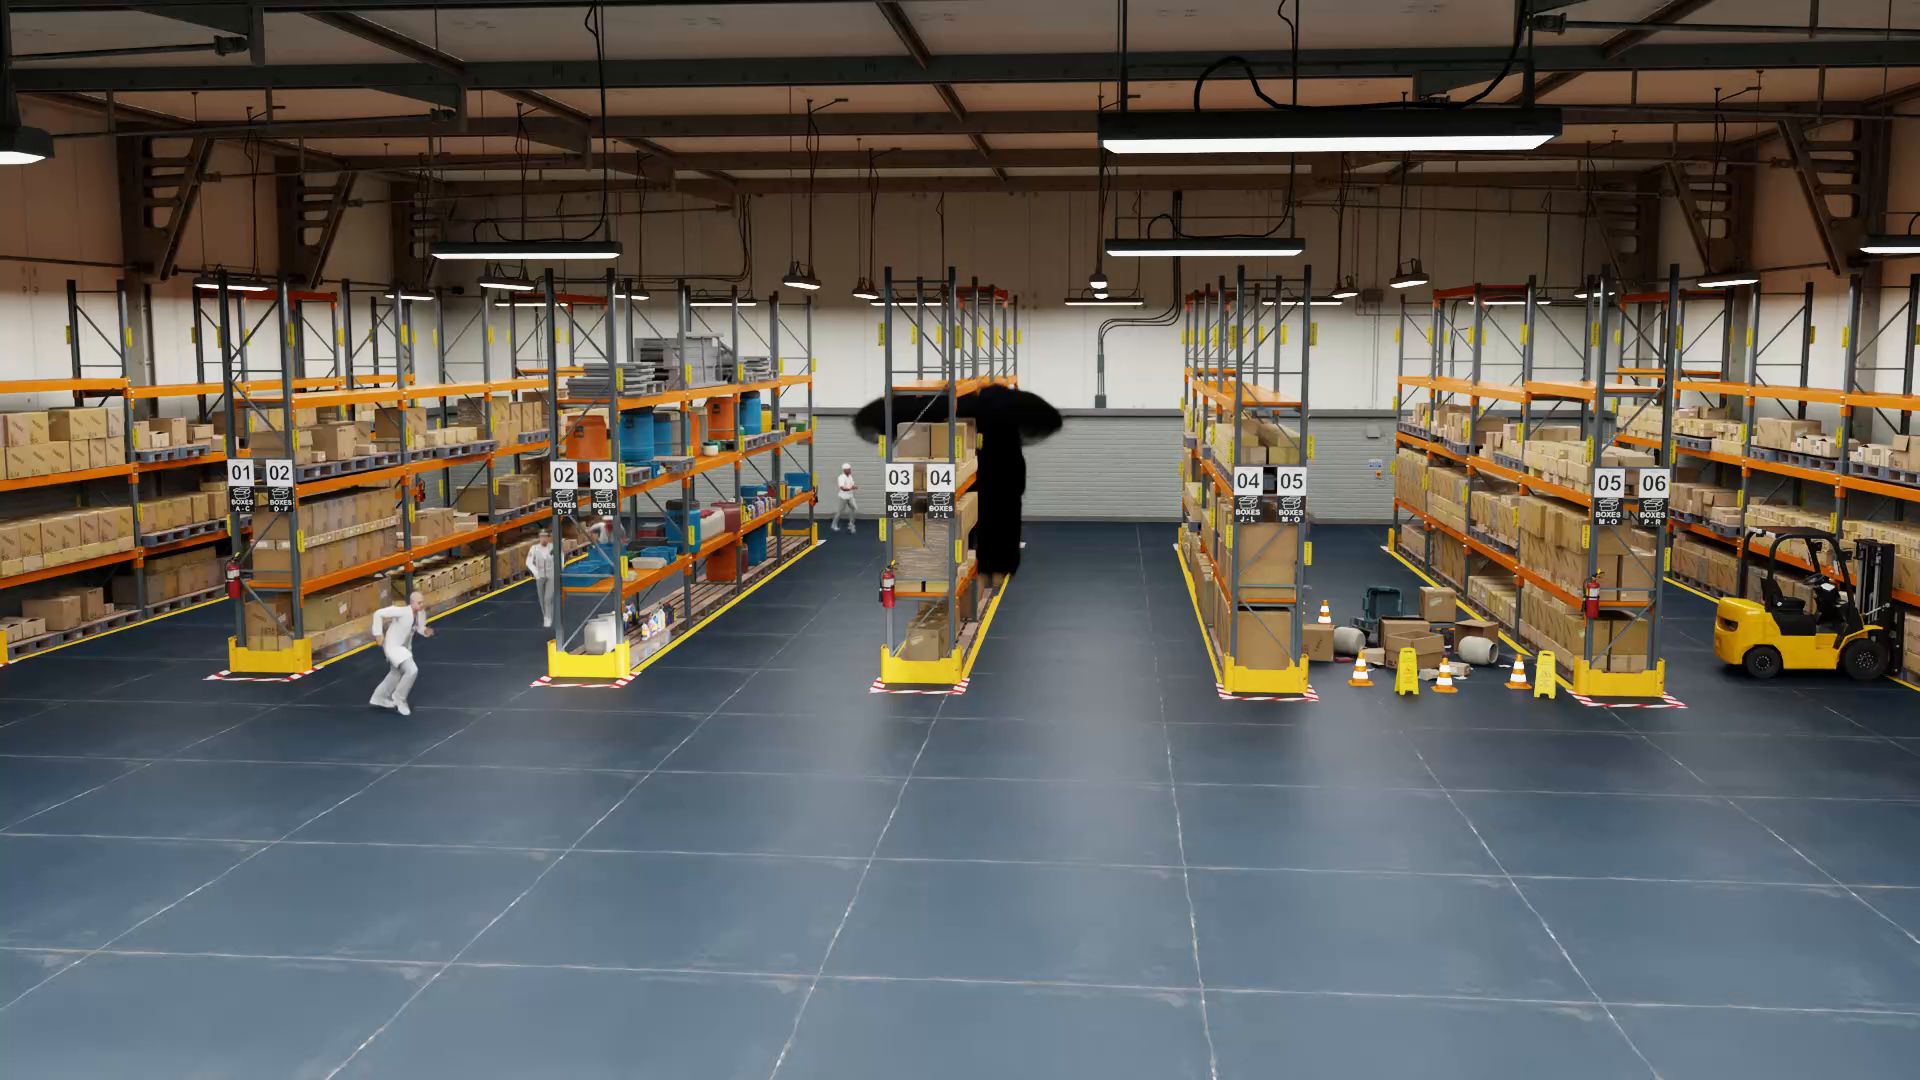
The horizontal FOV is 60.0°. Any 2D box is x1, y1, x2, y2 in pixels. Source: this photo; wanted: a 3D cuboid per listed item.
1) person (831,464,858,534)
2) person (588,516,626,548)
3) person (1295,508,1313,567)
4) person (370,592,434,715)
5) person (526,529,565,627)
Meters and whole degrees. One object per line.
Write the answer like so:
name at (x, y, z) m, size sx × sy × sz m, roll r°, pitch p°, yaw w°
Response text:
person at (-2.927, -1.055, 42.682) m, size 0.849 × 1.824 × 0.681 m, roll 4°, pitch 8°, yaw 28°
person at (-6.497, 0.231, 30.651) m, size 0.690 × 1.561 × 0.846 m, roll -1°, pitch 7°, yaw -9°
person at (6.972, -0.202, 34.333) m, size 0.585 × 1.531 × 0.524 m, roll 0°, pitch 7°, yaw 4°
person at (-7.496, 1.515, 22.181) m, size 1.045 × 1.682 × 0.754 m, roll 3°, pitch 7°, yaw 22°
person at (-6.836, 0.612, 27.463) m, size 0.611 × 1.667 × 0.698 m, roll -1°, pitch 7°, yaw -7°
